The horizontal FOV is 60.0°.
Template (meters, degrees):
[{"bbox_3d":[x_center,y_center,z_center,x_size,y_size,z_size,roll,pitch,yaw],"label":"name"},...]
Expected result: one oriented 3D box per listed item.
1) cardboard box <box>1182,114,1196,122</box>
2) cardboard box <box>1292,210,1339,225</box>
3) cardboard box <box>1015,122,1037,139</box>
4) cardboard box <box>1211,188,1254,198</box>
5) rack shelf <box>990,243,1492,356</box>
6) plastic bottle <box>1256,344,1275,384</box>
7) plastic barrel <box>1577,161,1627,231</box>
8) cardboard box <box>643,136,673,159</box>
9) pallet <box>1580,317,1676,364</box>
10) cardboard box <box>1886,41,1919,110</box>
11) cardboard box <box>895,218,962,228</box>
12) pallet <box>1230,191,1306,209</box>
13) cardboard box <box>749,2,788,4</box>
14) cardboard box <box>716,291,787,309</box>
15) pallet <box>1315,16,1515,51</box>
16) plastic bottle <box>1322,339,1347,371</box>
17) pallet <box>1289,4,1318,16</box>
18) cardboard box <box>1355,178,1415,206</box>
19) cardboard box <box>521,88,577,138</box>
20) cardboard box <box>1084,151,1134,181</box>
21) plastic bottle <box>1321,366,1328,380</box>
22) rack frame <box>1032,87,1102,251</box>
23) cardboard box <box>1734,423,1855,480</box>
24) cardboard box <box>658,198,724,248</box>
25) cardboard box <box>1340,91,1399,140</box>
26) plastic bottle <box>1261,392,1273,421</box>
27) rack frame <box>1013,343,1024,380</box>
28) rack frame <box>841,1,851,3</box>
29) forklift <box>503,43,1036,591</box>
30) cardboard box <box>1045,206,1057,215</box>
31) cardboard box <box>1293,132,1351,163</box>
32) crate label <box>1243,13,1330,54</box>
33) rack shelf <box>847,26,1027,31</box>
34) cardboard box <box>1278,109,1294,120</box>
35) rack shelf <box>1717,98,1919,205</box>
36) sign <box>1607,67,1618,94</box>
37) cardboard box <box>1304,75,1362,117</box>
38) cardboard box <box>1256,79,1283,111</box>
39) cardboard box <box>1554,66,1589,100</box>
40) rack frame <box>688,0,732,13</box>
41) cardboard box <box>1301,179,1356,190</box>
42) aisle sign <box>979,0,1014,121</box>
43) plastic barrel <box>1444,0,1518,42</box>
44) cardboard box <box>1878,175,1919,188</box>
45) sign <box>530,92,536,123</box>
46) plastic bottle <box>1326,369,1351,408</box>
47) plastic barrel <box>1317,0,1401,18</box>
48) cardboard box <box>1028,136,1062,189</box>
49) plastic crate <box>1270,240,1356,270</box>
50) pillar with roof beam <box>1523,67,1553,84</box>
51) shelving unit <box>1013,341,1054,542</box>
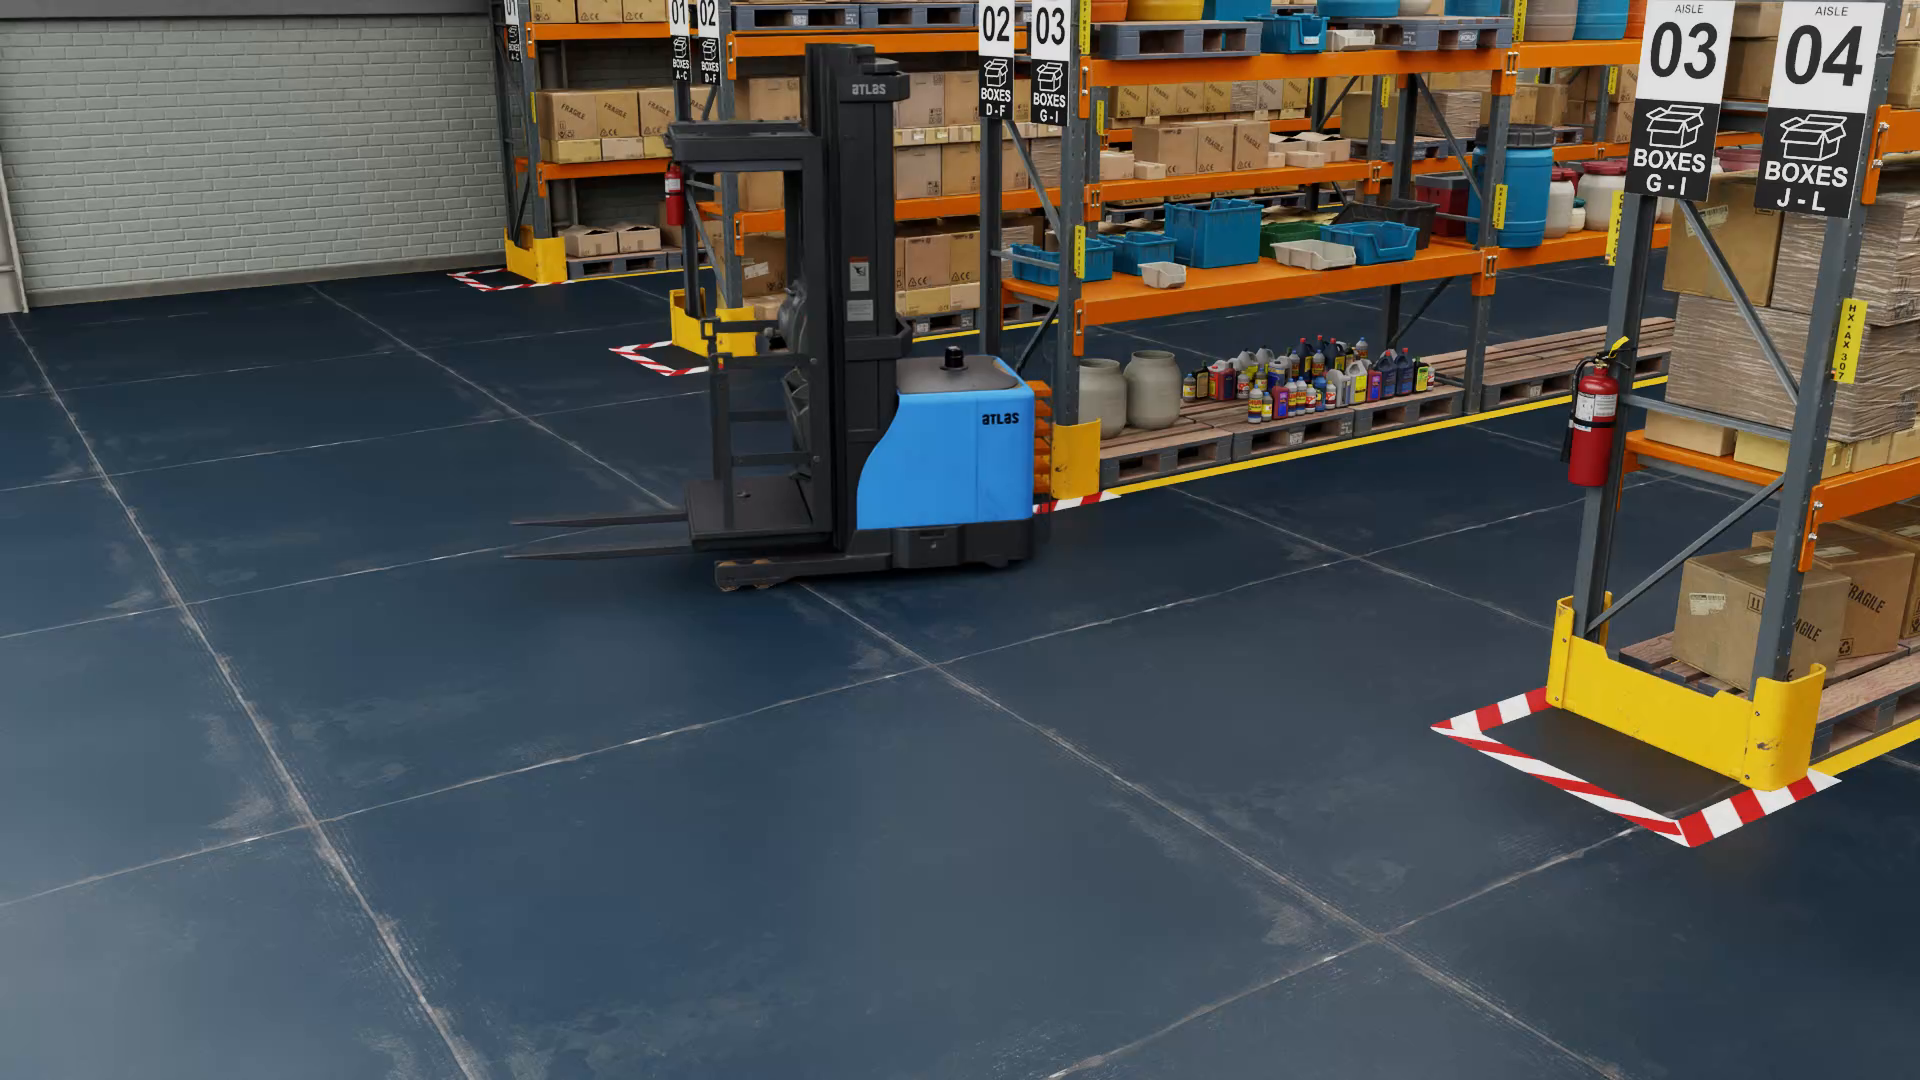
[{"bbox_3d":[3.153,-6.020,23.729,0.250,0.149,0.380,-12,22,-31],"label":"cardboard box"},{"bbox_3d":[4.117,-3.579,18.910,0.500,0.311,0.500,-11,22,-30],"label":"cardboard box"},{"bbox_3d":[0.544,-4.030,16.314,0.250,0.149,0.380,-13,22,-33],"label":"cardboard box"},{"bbox_3d":[3.820,-5.478,24.466,0.750,0.750,0.750,-11,22,-30],"label":"cardboard box"},{"bbox_3d":[2.129,-1.852,12.163,4.000,0.370,1.077,-12,22,-31],"label":"rack shelf"},{"bbox_3d":[2.384,-1.359,13.031,0.185,0.351,0.144,-12,22,-32],"label":"plastic bottle"},{"bbox_3d":[5.331,-2.849,13.775,0.433,0.535,0.433,0,19,0],"label":"plastic barrel"},{"bbox_3d":[-3.554,-4.613,19.410,0.500,0.250,0.500,-12,22,-32],"label":"cardboard box"},{"bbox_3d":[6.471,-1.803,15.247,1.213,0.211,1.003,-12,22,-31],"label":"pallet"},{"bbox_3d":[3.727,-1.881,6.677,0.500,0.250,0.500,-11,22,-30],"label":"cardboard box"},{"bbox_3d":[-0.317,-2.948,16.748,0.500,0.500,0.500,-12,22,-31],"label":"cardboard box"},{"bbox_3d":[4.429,-5.127,25.081,1.213,0.211,1.003,-12,22,-31],"label":"pallet"},{"bbox_3d":[-2.365,-6.432,19.716,0.500,0.500,0.500,-14,23,-36],"label":"cardboard box"},{"bbox_3d":[-1.977,-2.236,15.813,0.500,0.250,0.500,-12,22,-31],"label":"cardboard box"},{"bbox_3d":[3.250,-3.723,12.186,1.003,0.211,1.213,-12,22,-31],"label":"pallet"},{"bbox_3d":[2.976,-1.429,13.237,0.185,0.351,0.144,-12,22,-31],"label":"plastic bottle"},{"bbox_3d":[3.901,-5.763,18.220,1.003,0.211,1.213,-11,21,-29],"label":"pallet"},{"bbox_3d":[5.115,-4.193,20.010,0.500,0.250,0.500,-11,22,-29],"label":"cardboard box"},{"bbox_3d":[-4.714,-4.924,19.158,0.500,0.500,0.500,-12,22,-32],"label":"cardboard box"},{"bbox_3d":[1.465,-3.898,17.325,0.500,0.250,0.500,-10,21,-28],"label":"cardboard box"},{"bbox_3d":[2.793,-1.186,12.624,0.133,0.283,0.061,-12,22,-31],"label":"plastic bottle"},{"bbox_3d":[1.078,-3.871,17.010,0.127,3.000,1.000,-12,22,-31],"label":"rack frame"},{"bbox_3d":[3.551,-0.383,7.087,0.250,0.149,0.380,-12,22,-31],"label":"cardboard box"},{"bbox_3d":[-3.247,-3.829,20.102,0.500,0.500,0.700,-14,23,-35],"label":"cardboard box"},{"bbox_3d":[4.883,-4.963,19.428,0.700,0.500,0.500,14,23,35],"label":"cardboard box"},{"bbox_3d":[2.230,-0.978,12.135,0.097,0.201,0.097,0,19,0],"label":"plastic bottle"},{"bbox_3d":[0.348,-0.583,10.096,0.006,1.200,0.240,-4,19,-11],"label":"rack frame"},{"bbox_3d":[-1.650,-8.037,19.967,0.127,3.000,1.000,-12,22,-31],"label":"rack frame"},{"bbox_3d":[-1.128,-1.284,9.466,3.031,2.935,1.130,-4,19,-11],"label":"forklift"},{"bbox_3d":[1.118,-4.783,22.925,0.500,0.500,0.700,-12,22,-31],"label":"cardboard box"},{"bbox_3d":[4.091,-4.481,18.954,0.500,0.311,0.500,-10,21,-28],"label":"cardboard box"},{"bbox_3d":[2.203,-3.432,11.263,0.408,0.251,0.502,-12,22,-31],"label":"crate label"},{"bbox_3d":[0.021,-6.627,21.604,4.000,0.370,1.077,-12,22,-31],"label":"rack shelf"},{"bbox_3d":[4.707,-6.309,24.582,0.250,0.149,0.380,-11,22,-30],"label":"cardboard box"},{"bbox_3d":[4.853,-1.948,7.763,4.000,0.370,1.077,-12,22,-31],"label":"rack shelf"},{"bbox_3d":[8.068,-5.680,20.556,0.005,0.325,0.100,-12,22,-31],"label":"sign"},{"bbox_3d":[5.494,-6.837,25.317,0.700,0.700,0.980,-12,22,-31],"label":"cardboard box"},{"bbox_3d":[4.364,-6.561,24.315,0.500,0.500,0.500,-12,22,-31],"label":"cardboard box"},{"bbox_3d":[8.039,-5.959,21.471,0.500,0.500,0.500,-12,22,-31],"label":"cardboard box"},{"bbox_3d":[-2.263,-6.008,13.965,0.127,3.000,1.000,-12,22,-31],"label":"rack frame"},{"bbox_3d":[5.713,-5.723,25.737,0.500,0.500,0.700,-12,22,-31],"label":"cardboard box"},{"bbox_3d":[0.235,-3.139,10.786,0.004,0.787,0.394,-12,22,-31],"label":"aisle sign"},{"bbox_3d":[4.104,-4.351,12.965,0.708,0.901,0.600,-12,22,-31],"label":"plastic barrel"},{"bbox_3d":[4.213,-1.288,7.189,0.500,0.500,0.500,-12,22,-31],"label":"cardboard box"},{"bbox_3d":[-4.692,-4.755,18.276,0.005,0.325,0.100,-12,22,-31],"label":"sign"},{"bbox_3d":[2.852,-1.154,12.542,0.135,0.276,0.152,-11,22,-30],"label":"plastic bottle"},{"bbox_3d":[2.909,-4.256,12.028,0.708,0.901,0.600,-12,22,-31],"label":"plastic barrel"},{"bbox_3d":[0.711,-3.838,16.758,0.500,0.500,0.700,-13,22,-33],"label":"cardboard box"},{"bbox_3d":[2.582,-2.066,12.085,0.437,0.136,0.530,-12,22,-31],"label":"plastic crate"},{"bbox_3d":[12.519,-9.706,24.904,0.400,9.000,9.100,-12,22,-31],"label":"pillar with roof beam"},{"bbox_3d":[0.438,-0.589,10.113,0.189,1.200,0.258,-4,19,-11],"label":"shelving unit"}]
